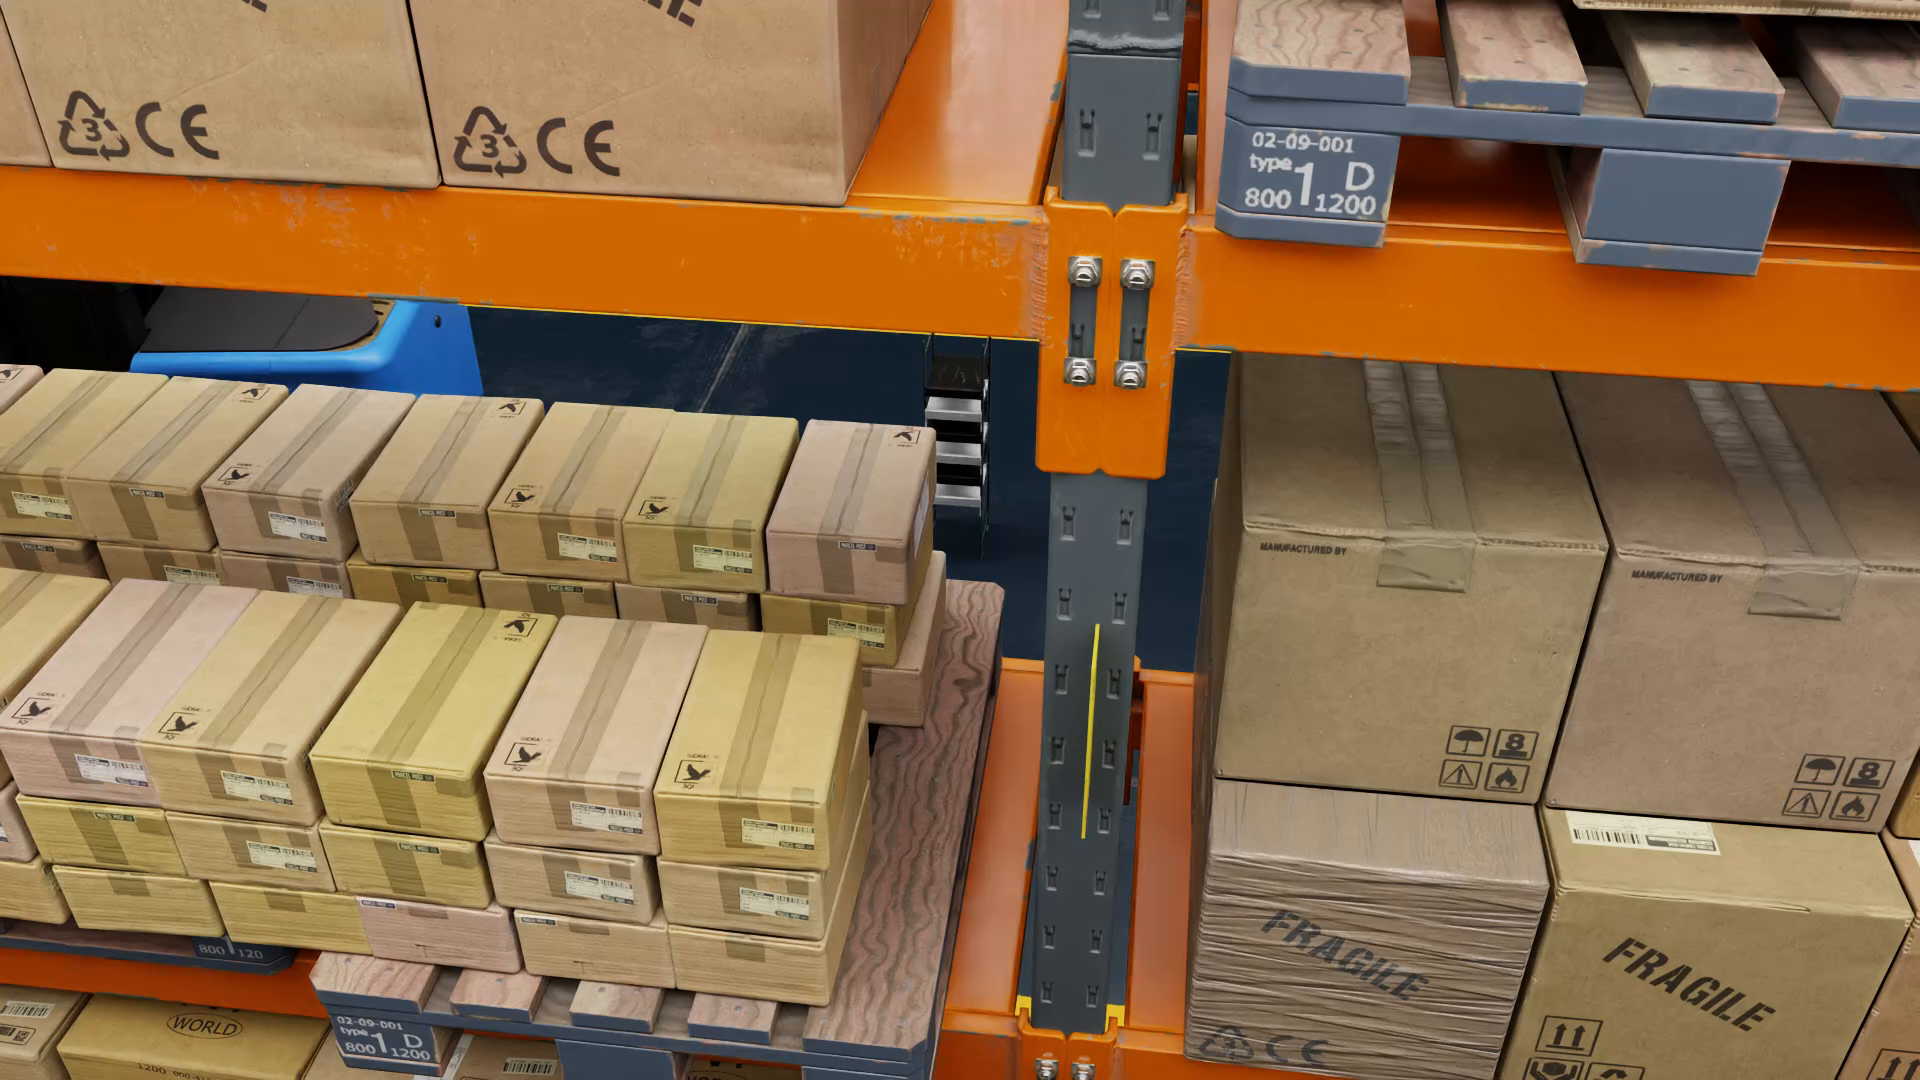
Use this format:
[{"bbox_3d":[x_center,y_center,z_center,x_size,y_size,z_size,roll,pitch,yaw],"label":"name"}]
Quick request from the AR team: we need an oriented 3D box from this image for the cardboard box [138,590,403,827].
[{"bbox_3d":[-1.074,0.259,2.647,0.250,0.149,0.380,5,36,7],"label":"cardboard box"}]

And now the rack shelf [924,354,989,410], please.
[{"bbox_3d":[-0.008,-0.560,5.852,0.200,0.077,0.258,4,36,6],"label":"rack shelf"}]

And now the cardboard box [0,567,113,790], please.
[{"bbox_3d":[-1.582,0.219,2.703,0.250,0.149,0.380,6,36,8],"label":"cardboard box"}]

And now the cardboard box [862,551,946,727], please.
[{"bbox_3d":[-0.174,0.181,3.269,0.250,0.149,0.380,4,36,5],"label":"cardboard box"}]

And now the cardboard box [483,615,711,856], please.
[{"bbox_3d":[-0.549,0.296,2.595,0.250,0.149,0.380,4,36,5],"label":"cardboard box"}]

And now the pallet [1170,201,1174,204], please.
[{"bbox_3d":[1.550,-1.267,7.843,1.213,0.211,1.003,4,36,6],"label":"pallet"}]

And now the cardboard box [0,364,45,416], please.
[{"bbox_3d":[-2.007,-0.194,3.282,0.250,0.149,0.380,3,36,4],"label":"cardboard box"}]

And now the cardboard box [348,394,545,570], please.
[{"bbox_3d":[-0.961,-0.116,3.174,0.250,0.149,0.380,3,36,4],"label":"cardboard box"}]

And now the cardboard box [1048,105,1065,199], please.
[{"bbox_3d":[0.100,-1.866,7.749,0.875,0.875,0.875,4,36,6],"label":"cardboard box"}]

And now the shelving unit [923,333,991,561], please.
[{"bbox_3d":[-0.008,-0.367,5.989,0.210,0.900,0.258,4,36,6],"label":"shelving unit"}]

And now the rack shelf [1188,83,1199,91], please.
[{"bbox_3d":[2.758,-2.020,7.117,4.000,0.370,1.077,4,36,6],"label":"rack shelf"}]

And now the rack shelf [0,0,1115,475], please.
[{"bbox_3d":[-1.739,-0.677,2.654,4.000,0.370,1.077,4,36,6],"label":"rack shelf"}]

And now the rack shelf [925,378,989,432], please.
[{"bbox_3d":[-0.008,-0.486,5.904,0.200,0.077,0.258,4,36,6],"label":"rack shelf"}]

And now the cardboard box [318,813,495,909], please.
[{"bbox_3d":[-0.830,0.398,2.708,0.250,0.149,0.380,5,36,7],"label":"cardboard box"}]

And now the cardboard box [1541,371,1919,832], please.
[{"bbox_3d":[1.190,0.027,2.683,0.500,0.500,0.700,4,36,5],"label":"cardboard box"}]

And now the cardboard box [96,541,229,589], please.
[{"bbox_3d":[-1.487,-0.036,3.318,0.250,0.149,0.380,4,36,6],"label":"cardboard box"}]

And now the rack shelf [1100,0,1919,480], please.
[{"bbox_3d":[2.228,-0.381,2.239,4.000,0.370,1.077,4,36,6],"label":"rack shelf"}]

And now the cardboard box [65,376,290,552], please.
[{"bbox_3d":[-1.493,-0.154,3.226,0.250,0.149,0.380,5,36,7],"label":"cardboard box"}]

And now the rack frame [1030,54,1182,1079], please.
[{"bbox_3d":[0.245,0.399,3.109,0.127,3.000,1.000,4,36,6],"label":"rack frame"}]

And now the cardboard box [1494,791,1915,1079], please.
[{"bbox_3d":[1.160,0.583,2.765,0.500,0.500,0.500,4,36,6],"label":"cardboard box"}]

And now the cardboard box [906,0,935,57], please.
[{"bbox_3d":[-0.288,-1.058,2.482,0.500,0.500,0.500,4,36,6],"label":"cardboard box"}]

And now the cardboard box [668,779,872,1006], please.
[{"bbox_3d":[-0.303,0.559,2.740,0.250,0.149,0.380,5,36,7],"label":"cardboard box"}]

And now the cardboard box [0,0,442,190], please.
[{"bbox_3d":[-0.852,-0.788,2.104,0.500,0.500,0.500,4,36,6],"label":"cardboard box"}]

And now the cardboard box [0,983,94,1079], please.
[{"bbox_3d":[-1.990,0.930,3.510,0.500,0.250,0.500,6,36,8],"label":"cardboard box"}]

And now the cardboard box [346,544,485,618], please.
[{"bbox_3d":[-0.994,0.003,3.263,0.250,0.149,0.380,4,36,6],"label":"cardboard box"}]

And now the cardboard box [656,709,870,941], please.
[{"bbox_3d":[-0.303,0.435,2.657,0.250,0.149,0.380,5,36,7],"label":"cardboard box"}]

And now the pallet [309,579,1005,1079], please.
[{"bbox_3d":[-0.476,0.486,3.152,1.003,0.211,1.213,4,36,6],"label":"pallet"}]

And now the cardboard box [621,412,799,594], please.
[{"bbox_3d":[-0.456,-0.076,3.117,0.250,0.149,0.380,3,36,5],"label":"cardboard box"}]

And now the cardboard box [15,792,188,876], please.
[{"bbox_3d":[-1.324,0.360,2.762,0.250,0.149,0.380,4,36,6],"label":"cardboard box"}]

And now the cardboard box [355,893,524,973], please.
[{"bbox_3d":[-0.805,0.521,2.793,0.250,0.149,0.380,5,36,7],"label":"cardboard box"}]

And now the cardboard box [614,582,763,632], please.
[{"bbox_3d":[-0.479,0.039,3.212,0.250,0.149,0.380,6,36,8],"label":"cardboard box"}]

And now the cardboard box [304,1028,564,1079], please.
[{"bbox_3d":[-0.970,1.010,3.398,0.500,0.250,0.500,5,36,7],"label":"cardboard box"}]

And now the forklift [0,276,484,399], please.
[{"bbox_3d":[-3.313,-1.166,5.361,3.031,2.935,1.130,0,36,-1],"label":"forklift"}]

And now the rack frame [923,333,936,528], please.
[{"bbox_3d":[-0.109,-0.374,6.000,0.006,0.900,0.240,4,36,6],"label":"rack frame"}]

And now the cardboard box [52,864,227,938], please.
[{"bbox_3d":[-1.318,0.481,2.849,0.250,0.149,0.380,3,36,4],"label":"cardboard box"}]

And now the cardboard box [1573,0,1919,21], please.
[{"bbox_3d":[0.934,-0.817,1.859,0.500,0.311,0.500,4,36,6],"label":"cardboard box"}]

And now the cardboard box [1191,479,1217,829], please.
[{"bbox_3d":[0.725,0.237,3.250,0.500,0.500,0.500,4,36,6],"label":"cardboard box"}]

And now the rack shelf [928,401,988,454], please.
[{"bbox_3d":[-0.008,-0.413,5.957,0.200,0.077,0.258,4,36,6],"label":"rack shelf"}]
